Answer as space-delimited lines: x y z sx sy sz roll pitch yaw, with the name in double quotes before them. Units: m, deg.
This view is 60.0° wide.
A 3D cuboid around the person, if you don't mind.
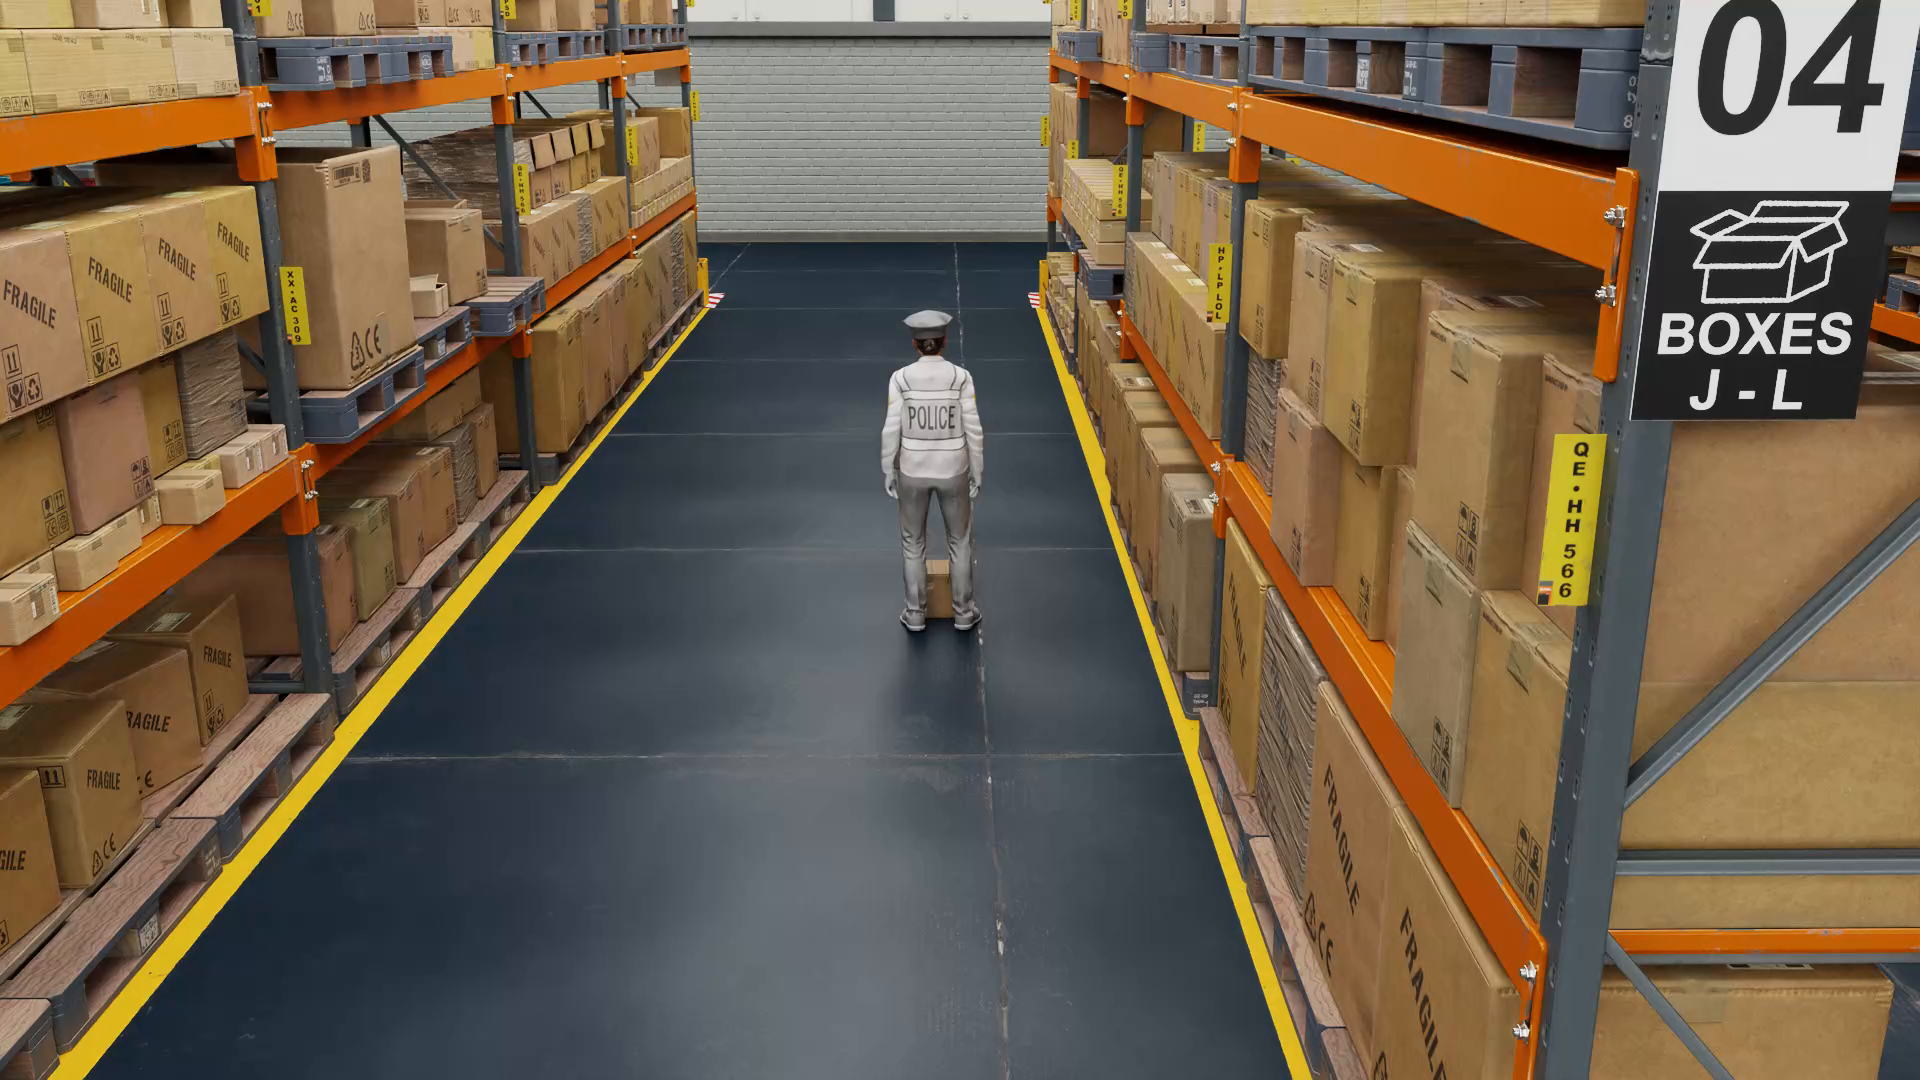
"person" -0.140 -0.339 8.632 0.528 1.664 0.373 0 17 -1
